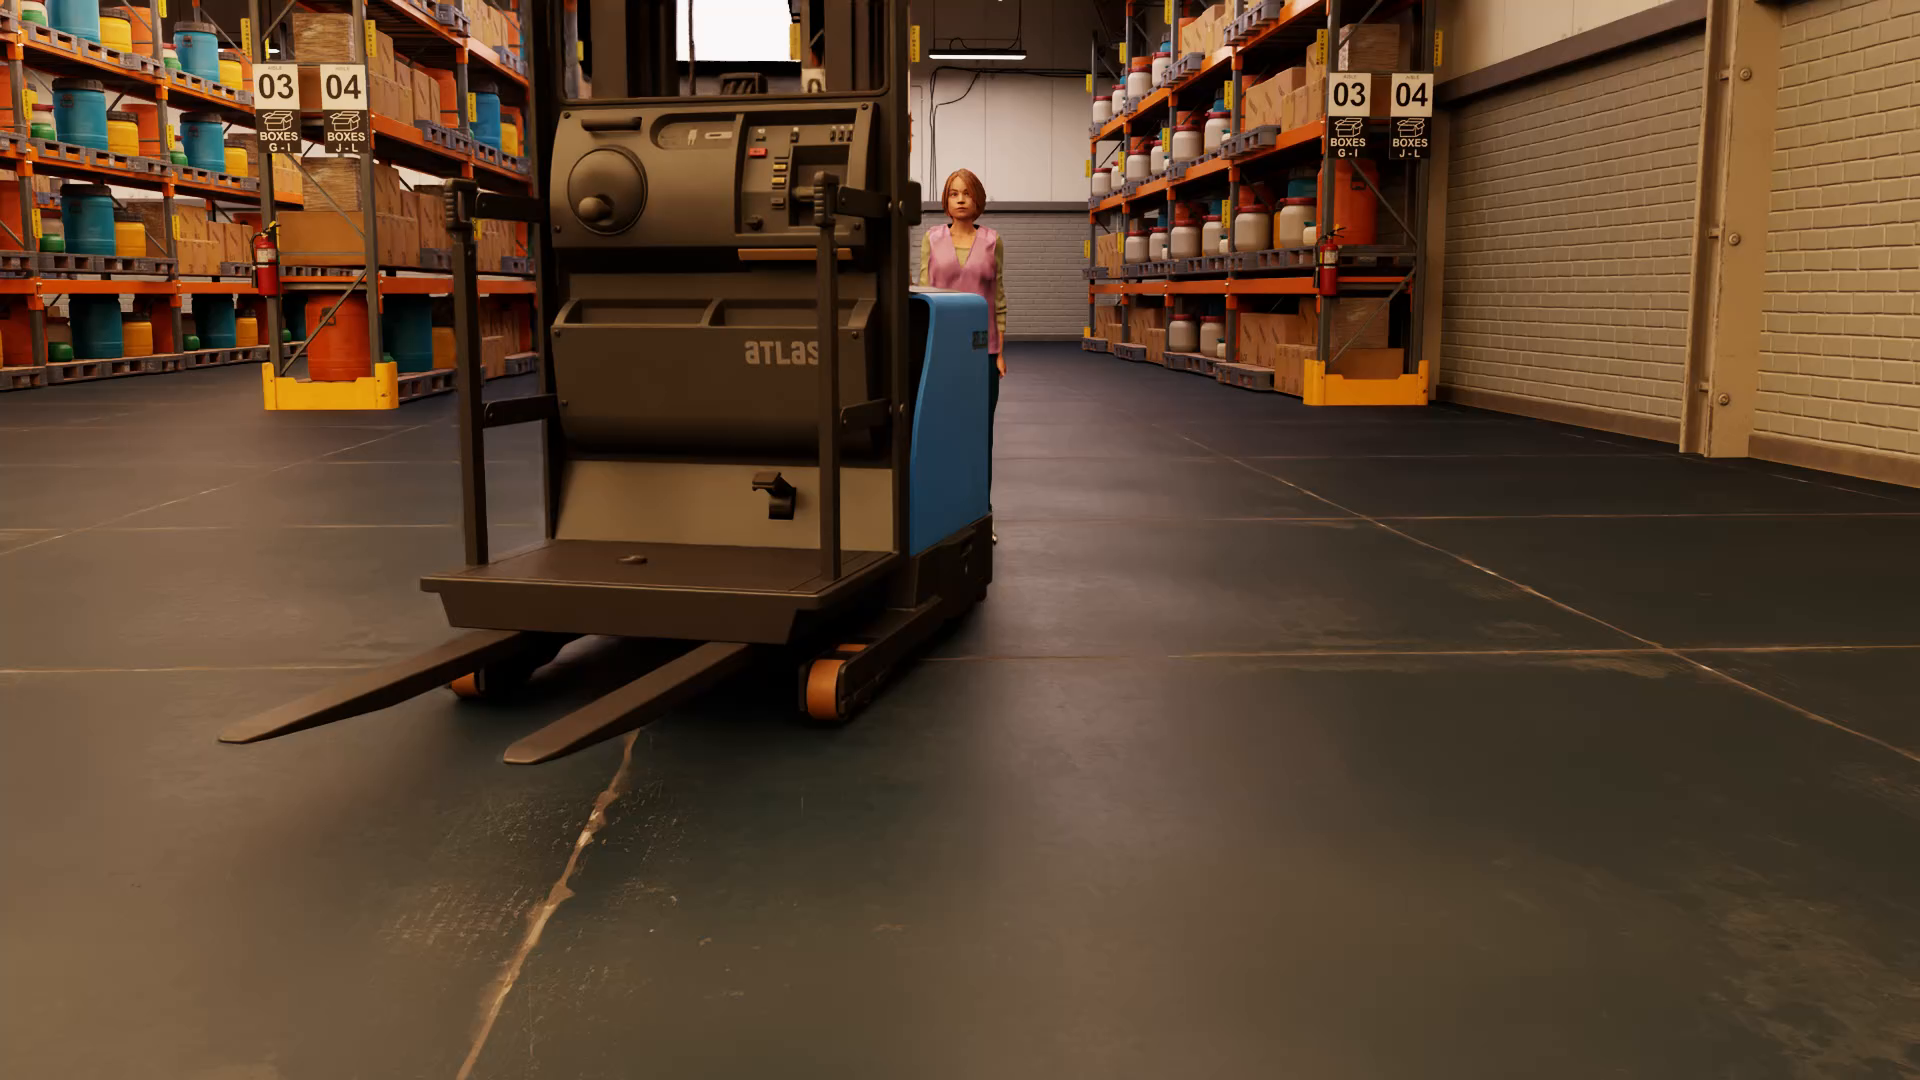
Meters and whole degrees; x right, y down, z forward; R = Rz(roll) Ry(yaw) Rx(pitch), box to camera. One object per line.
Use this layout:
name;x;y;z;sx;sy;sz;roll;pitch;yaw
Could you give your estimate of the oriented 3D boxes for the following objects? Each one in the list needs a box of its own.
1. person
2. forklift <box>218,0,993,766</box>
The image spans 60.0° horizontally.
person;0.003;-0.790;7.192;0.409;1.602;0.327;-1;8;-4
forklift;-0.741;-1.049;4.395;1.130;2.935;3.031;2;9;14
